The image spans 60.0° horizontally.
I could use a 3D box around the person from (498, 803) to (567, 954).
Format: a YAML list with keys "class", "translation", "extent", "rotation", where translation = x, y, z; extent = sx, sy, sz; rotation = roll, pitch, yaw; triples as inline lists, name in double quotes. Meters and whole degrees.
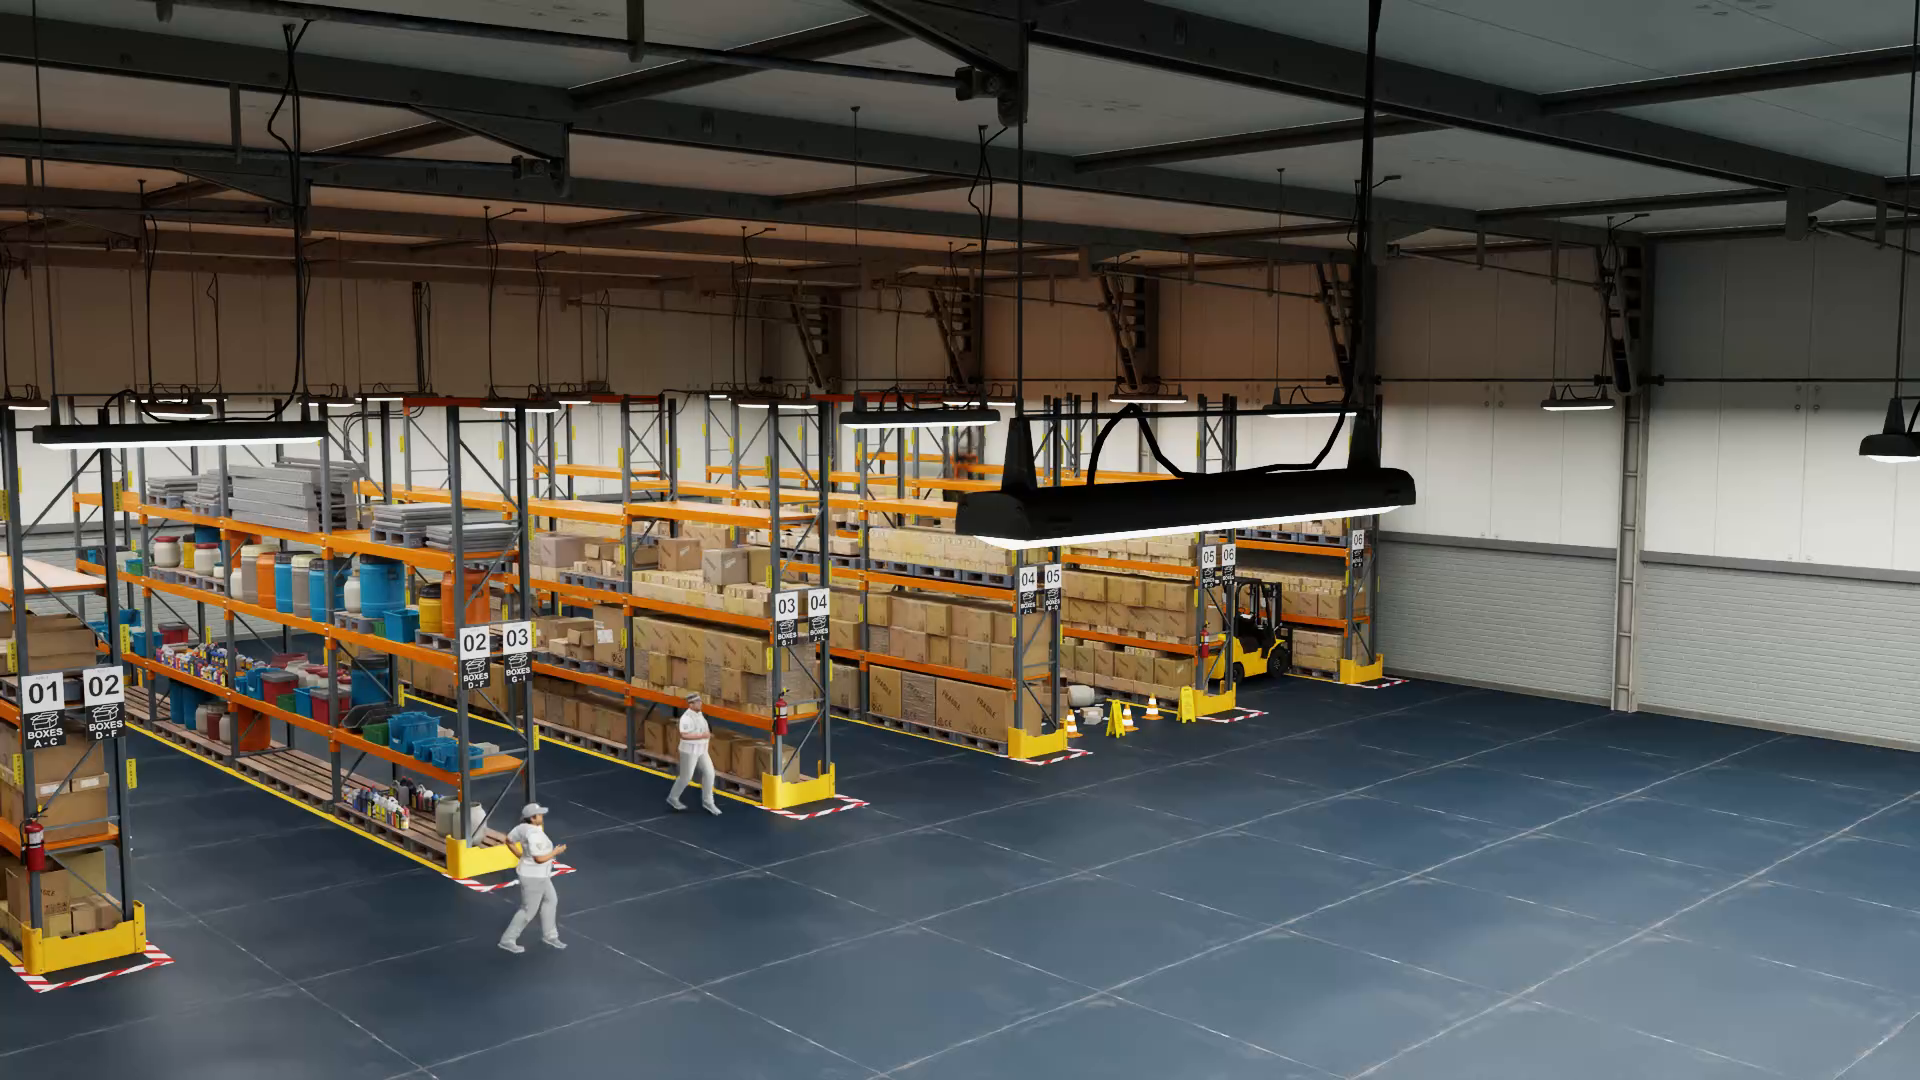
- class: "person"
  translation: [-4.707, 3.738, 18.264]
  extent: [0.759, 1.720, 0.593]
  rotation: [-2, 6, -21]

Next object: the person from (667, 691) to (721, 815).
- class: "person"
  translation: [-3.909, 3.109, 24.227]
  extent: [0.826, 1.835, 0.644]
  rotation: [3, 6, 25]
